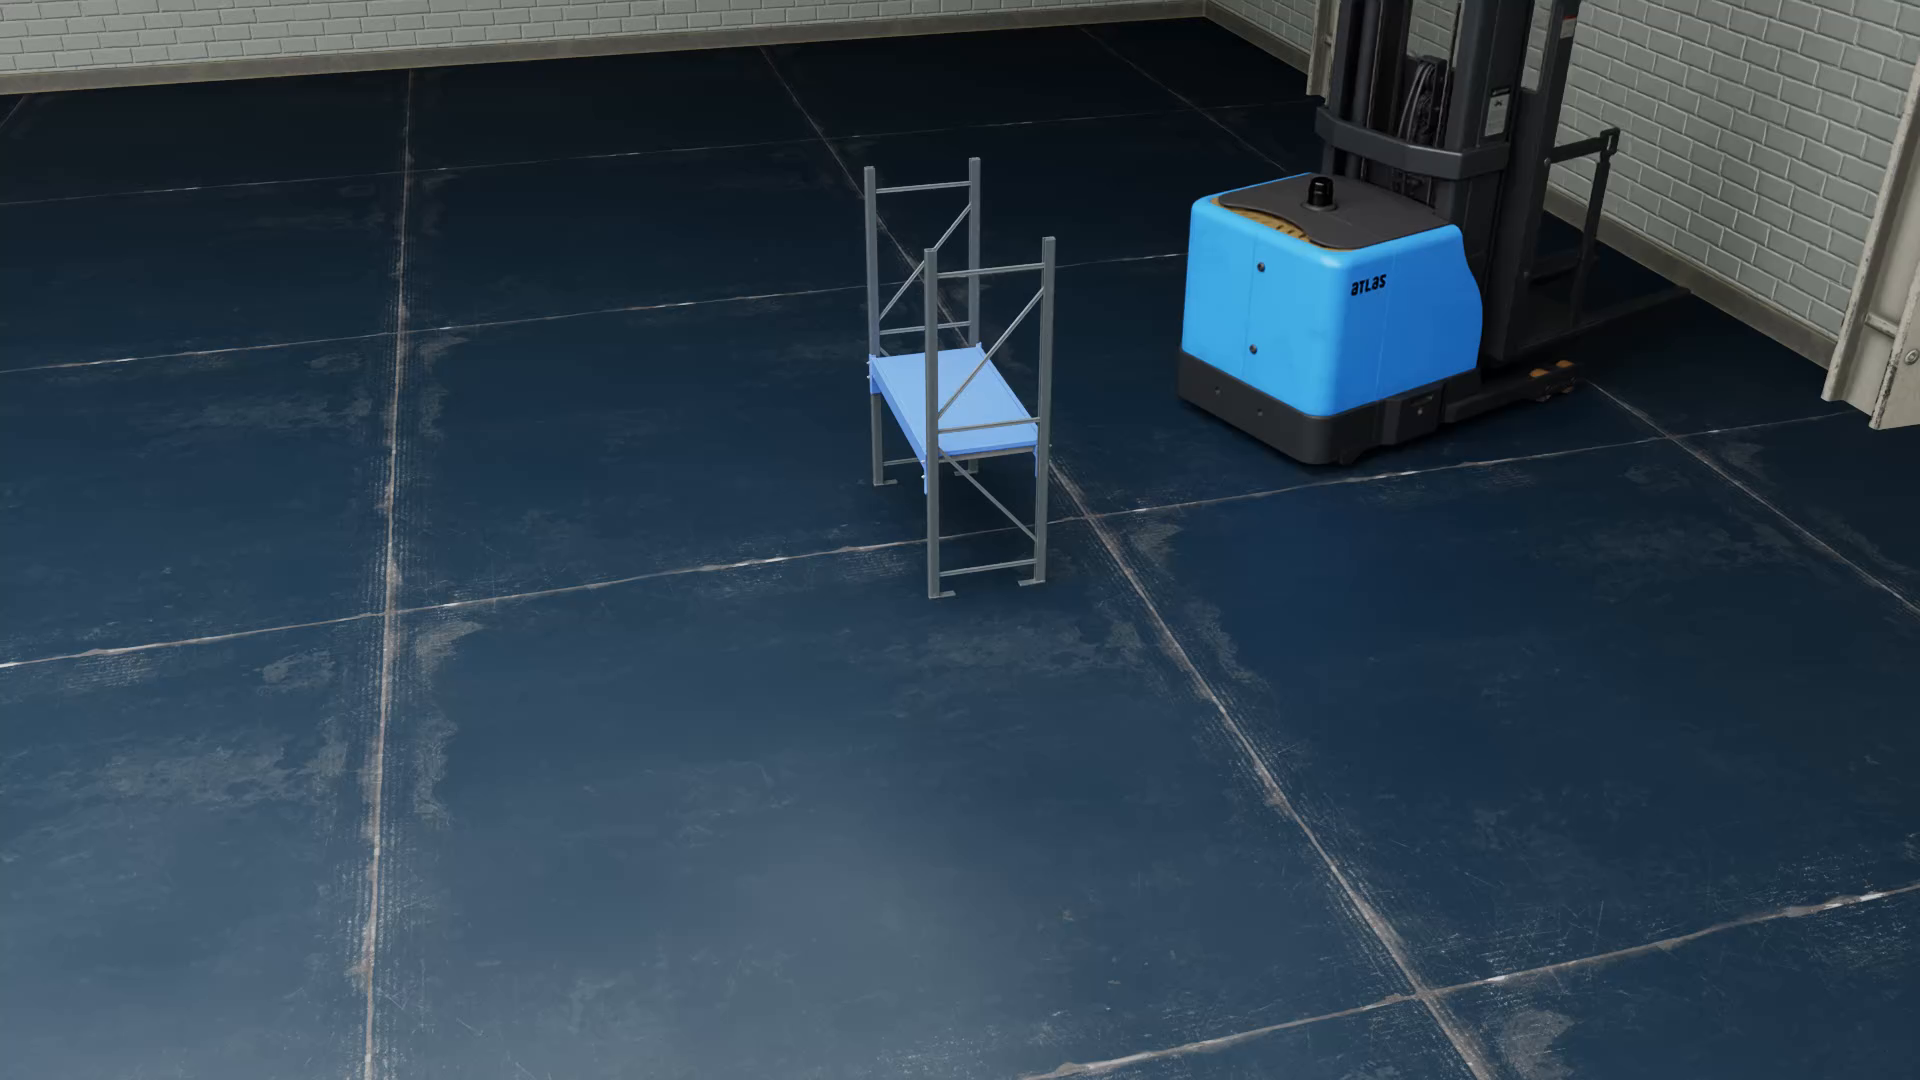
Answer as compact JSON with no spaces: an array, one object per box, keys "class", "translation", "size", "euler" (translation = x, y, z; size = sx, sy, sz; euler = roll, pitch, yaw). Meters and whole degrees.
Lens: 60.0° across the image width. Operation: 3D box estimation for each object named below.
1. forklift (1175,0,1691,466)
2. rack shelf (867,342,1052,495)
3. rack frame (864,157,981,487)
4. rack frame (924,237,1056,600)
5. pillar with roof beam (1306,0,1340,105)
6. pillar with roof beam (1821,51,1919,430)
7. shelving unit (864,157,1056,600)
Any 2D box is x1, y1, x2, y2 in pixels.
[{"class":"forklift","translation":[2.598,-2.173,8.078],"size":[3.031,2.935,1.130],"euler":[-18,35,-29]},{"class":"rack shelf","translation":[-0.023,-0.535,7.036],"size":[0.538,0.185,1.000],"euler":[-8,31,-13]},{"class":"rack frame","translation":[-0.158,-0.936,7.370],"size":[0.500,1.500,0.032],"euler":[-8,31,-13]},{"class":"rack frame","translation":[0.112,-0.445,6.521],"size":[0.500,1.500,0.032],"euler":[-8,31,-13]},{"class":"pillar with roof beam","translation":[-1.138,-6.878,10.150],"size":[9.100,9.000,0.400],"euler":[-8,31,-13]},{"class":"pillar with roof beam","translation":[0.454,-3.980,5.144],"size":[9.100,9.000,0.400],"euler":[-8,31,-13]},{"class":"shelving unit","translation":[-0.023,-0.690,6.945],"size":[0.538,1.500,1.048],"euler":[-8,31,-13]}]
